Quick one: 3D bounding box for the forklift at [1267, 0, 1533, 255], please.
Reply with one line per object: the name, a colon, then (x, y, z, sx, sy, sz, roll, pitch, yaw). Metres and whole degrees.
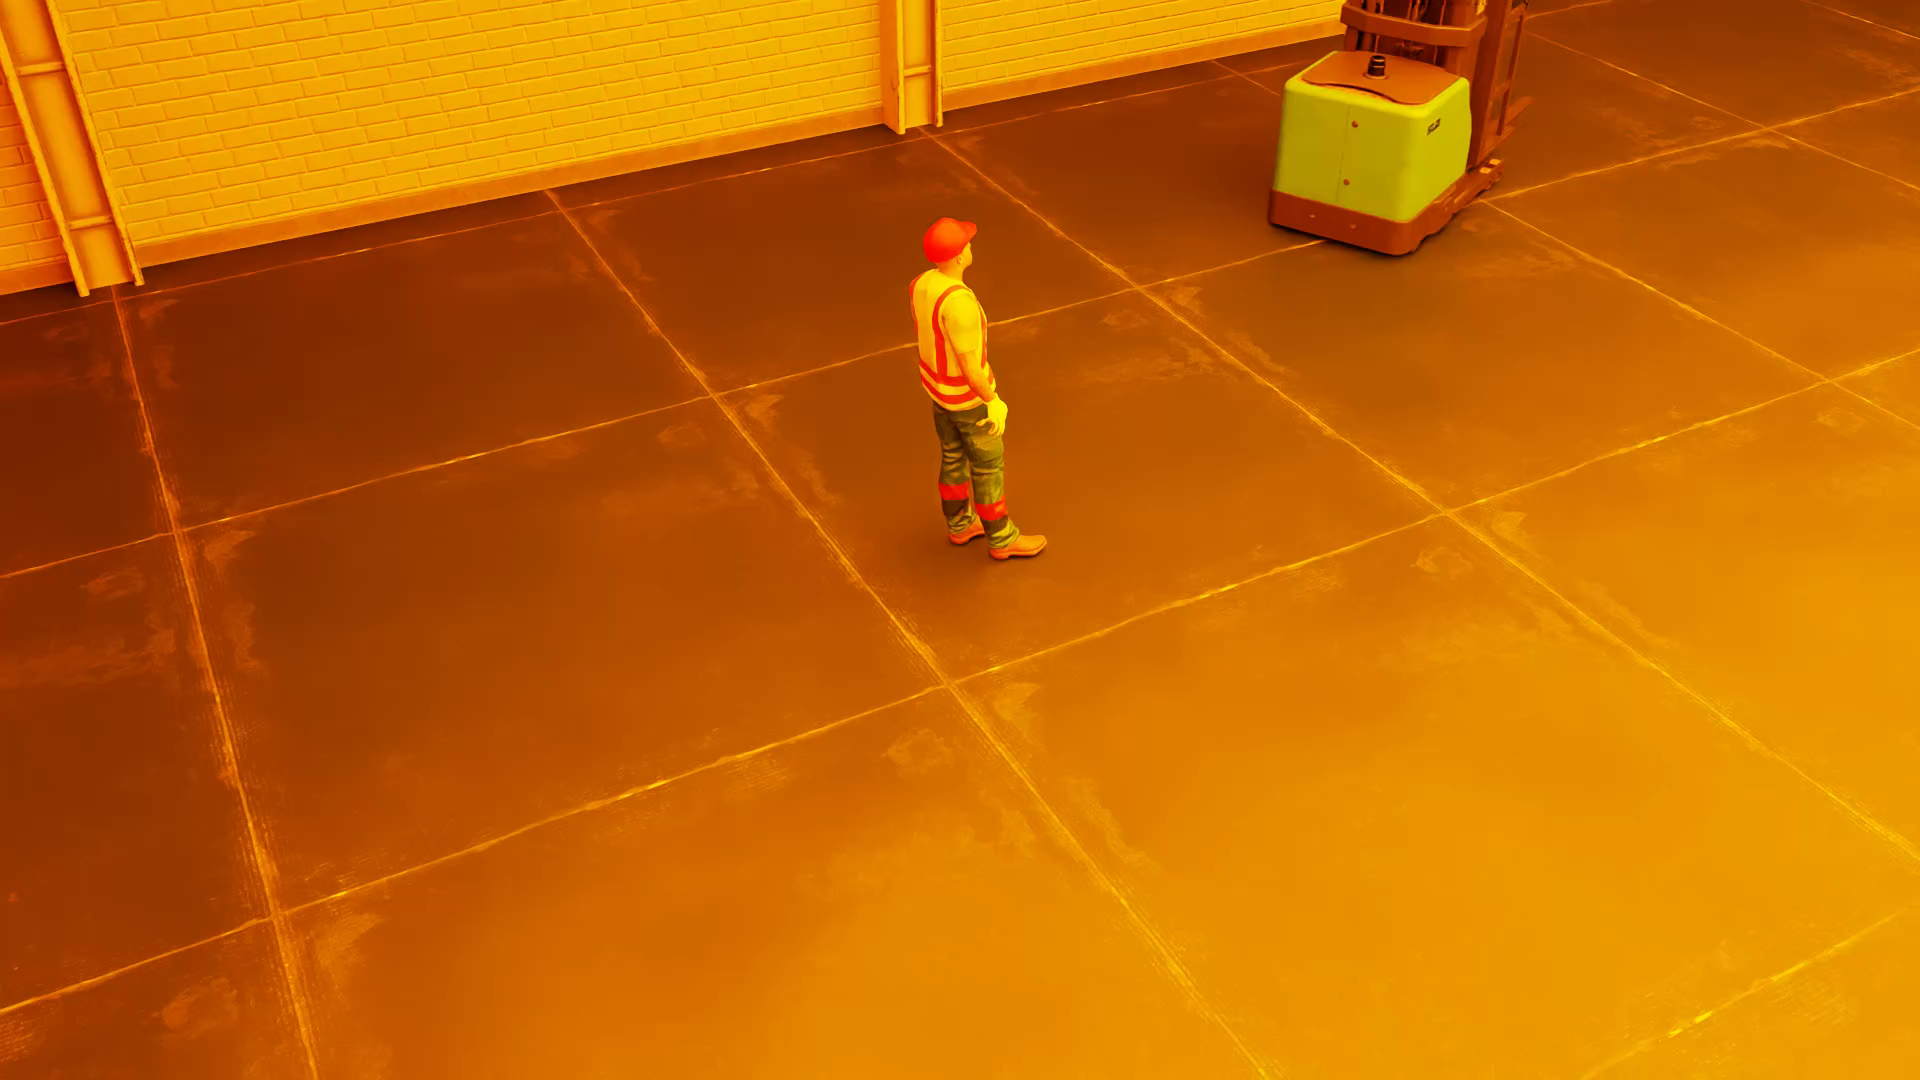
forklift: (3.427, -3.934, 11.689, 1.130, 2.935, 3.031, 22, 41, 28)

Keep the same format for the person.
person: (0.076, -0.752, 8.163, 0.564, 1.787, 0.637, -17, 39, -23)
